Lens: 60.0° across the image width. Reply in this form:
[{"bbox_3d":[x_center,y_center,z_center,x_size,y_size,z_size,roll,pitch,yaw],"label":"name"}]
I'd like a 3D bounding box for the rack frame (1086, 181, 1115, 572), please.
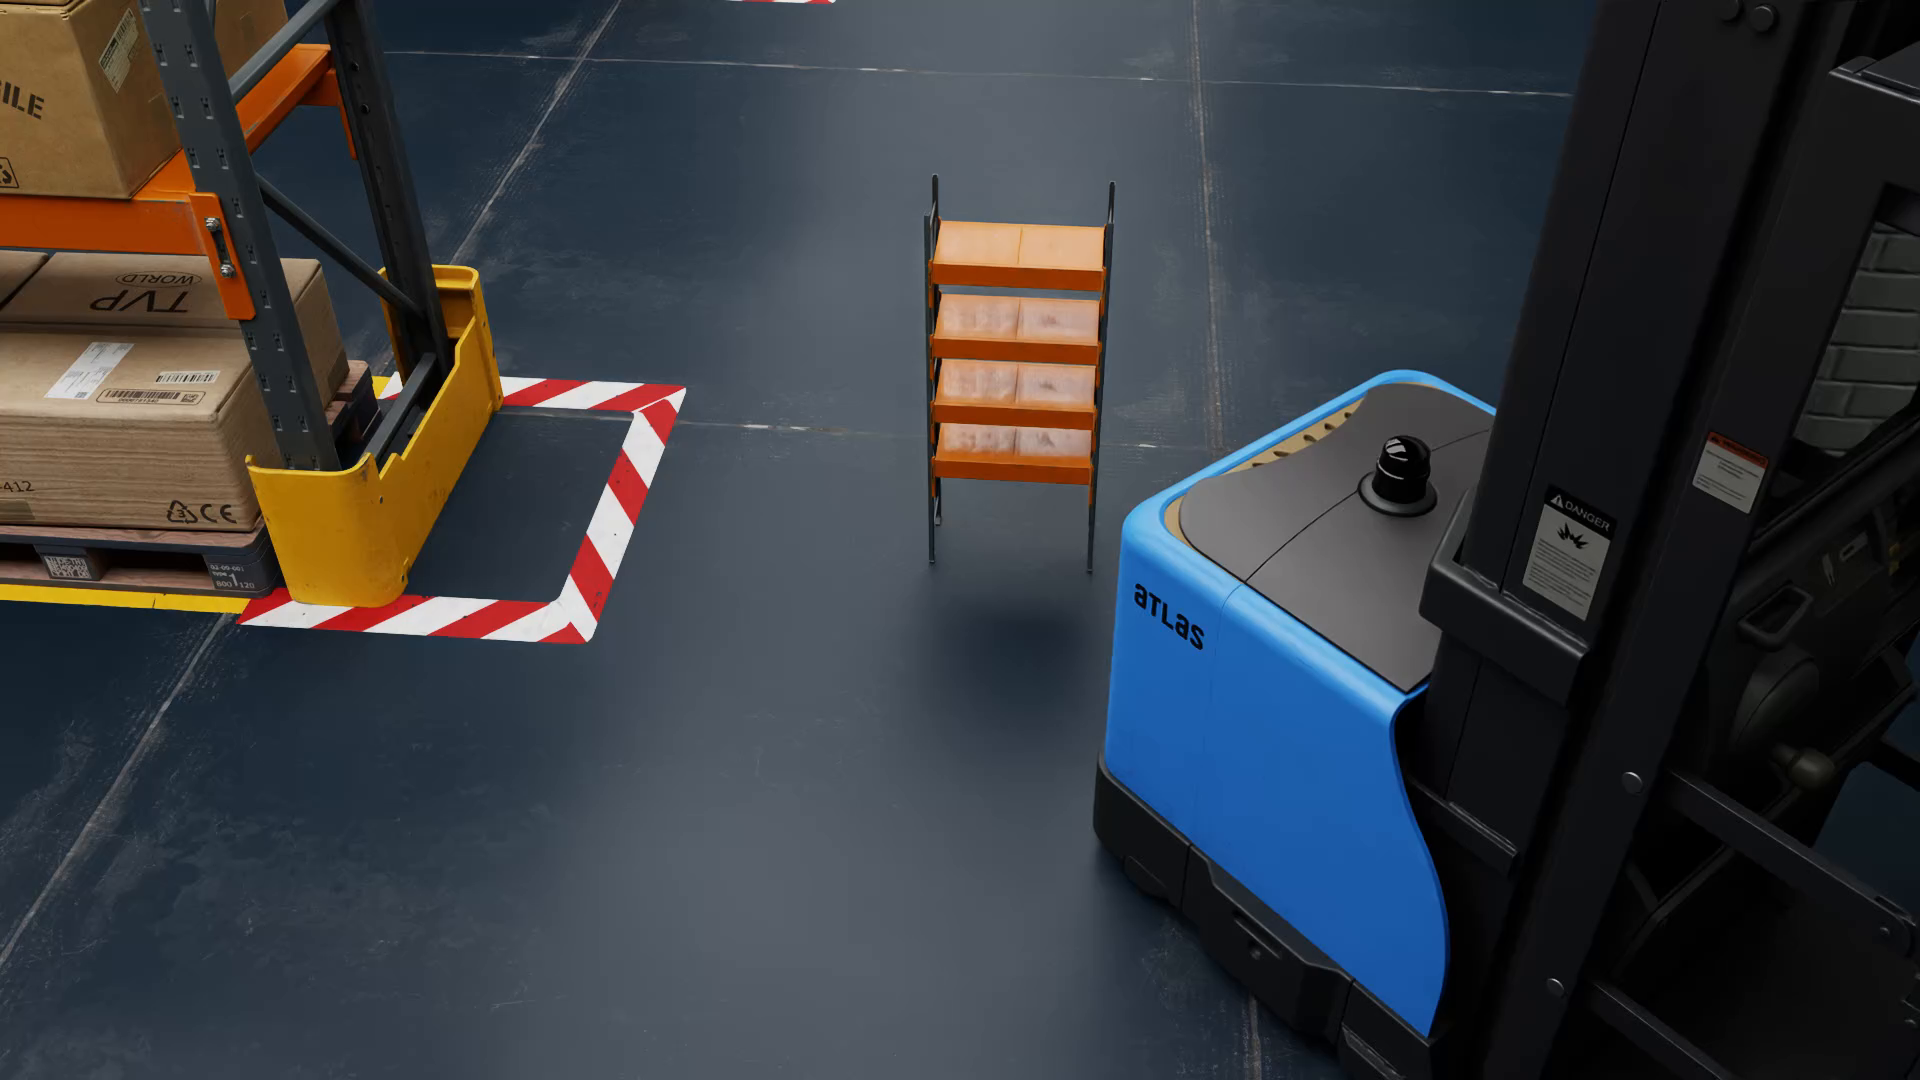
[{"bbox_3d":[0.408,-0.443,4.844,0.015,1.200,0.240,3,39,4],"label":"rack frame"}]

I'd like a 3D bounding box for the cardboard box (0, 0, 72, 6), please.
[{"bbox_3d":[-2.346,-1.637,4.014,0.500,0.500,0.500,4,39,5],"label":"cardboard box"}]

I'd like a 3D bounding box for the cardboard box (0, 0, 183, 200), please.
[{"bbox_3d":[-2.349,-1.232,4.309,0.500,0.500,0.500,3,39,4],"label":"cardboard box"}]

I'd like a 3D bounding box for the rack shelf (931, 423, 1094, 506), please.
[{"bbox_3d":[0.165,-0.250,5.028,0.480,0.148,0.258,3,39,4],"label":"rack shelf"}]

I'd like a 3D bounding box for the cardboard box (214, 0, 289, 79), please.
[{"bbox_3d":[-2.299,-1.579,4.735,0.500,0.500,0.500,3,39,3],"label":"cardboard box"}]

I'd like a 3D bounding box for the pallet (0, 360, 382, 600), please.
[{"bbox_3d":[-2.649,-0.247,5.386,1.213,0.211,1.003,3,39,4],"label":"pallet"}]

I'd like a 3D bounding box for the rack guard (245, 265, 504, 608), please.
[{"bbox_3d":[-1.822,-0.363,5.300,0.348,0.500,1.175,3,39,4],"label":"rack guard"}]

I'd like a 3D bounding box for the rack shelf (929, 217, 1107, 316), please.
[{"bbox_3d":[0.165,-0.761,4.612,0.480,0.148,0.258,3,39,4],"label":"rack shelf"}]

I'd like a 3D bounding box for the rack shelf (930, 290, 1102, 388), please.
[{"bbox_3d":[0.165,-0.578,4.761,0.480,0.148,0.258,3,39,4],"label":"rack shelf"}]

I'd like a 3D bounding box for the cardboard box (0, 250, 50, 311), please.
[{"bbox_3d":[-3.424,-0.521,5.210,0.875,0.438,0.875,4,39,5],"label":"cardboard box"}]

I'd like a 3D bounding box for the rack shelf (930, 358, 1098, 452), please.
[{"bbox_3d":[0.165,-0.404,4.903,0.480,0.148,0.258,3,39,4],"label":"rack shelf"}]

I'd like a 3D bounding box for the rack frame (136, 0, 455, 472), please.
[{"bbox_3d":[-1.846,-1.334,4.512,0.127,3.000,1.000,3,39,4],"label":"rack frame"}]

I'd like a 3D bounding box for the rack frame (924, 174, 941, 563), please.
[{"bbox_3d":[-0.078,-0.470,4.876,0.015,1.200,0.240,3,39,4],"label":"rack frame"}]

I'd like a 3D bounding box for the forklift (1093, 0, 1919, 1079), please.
[{"bbox_3d":[1.659,0.165,2.725,1.130,2.935,3.031,-27,46,-29],"label":"forklift"}]

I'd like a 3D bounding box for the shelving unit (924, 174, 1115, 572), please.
[{"bbox_3d":[0.165,-0.456,4.860,0.503,1.200,0.258,3,39,4],"label":"shelving unit"}]

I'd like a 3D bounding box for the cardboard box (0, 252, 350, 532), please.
[{"bbox_3d":[-2.512,-0.476,5.156,0.875,0.438,0.875,2,39,2],"label":"cardboard box"}]

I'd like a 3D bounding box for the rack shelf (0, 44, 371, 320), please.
[{"bbox_3d":[-3.838,-1.164,4.873,4.000,0.370,1.077,3,39,4],"label":"rack shelf"}]
